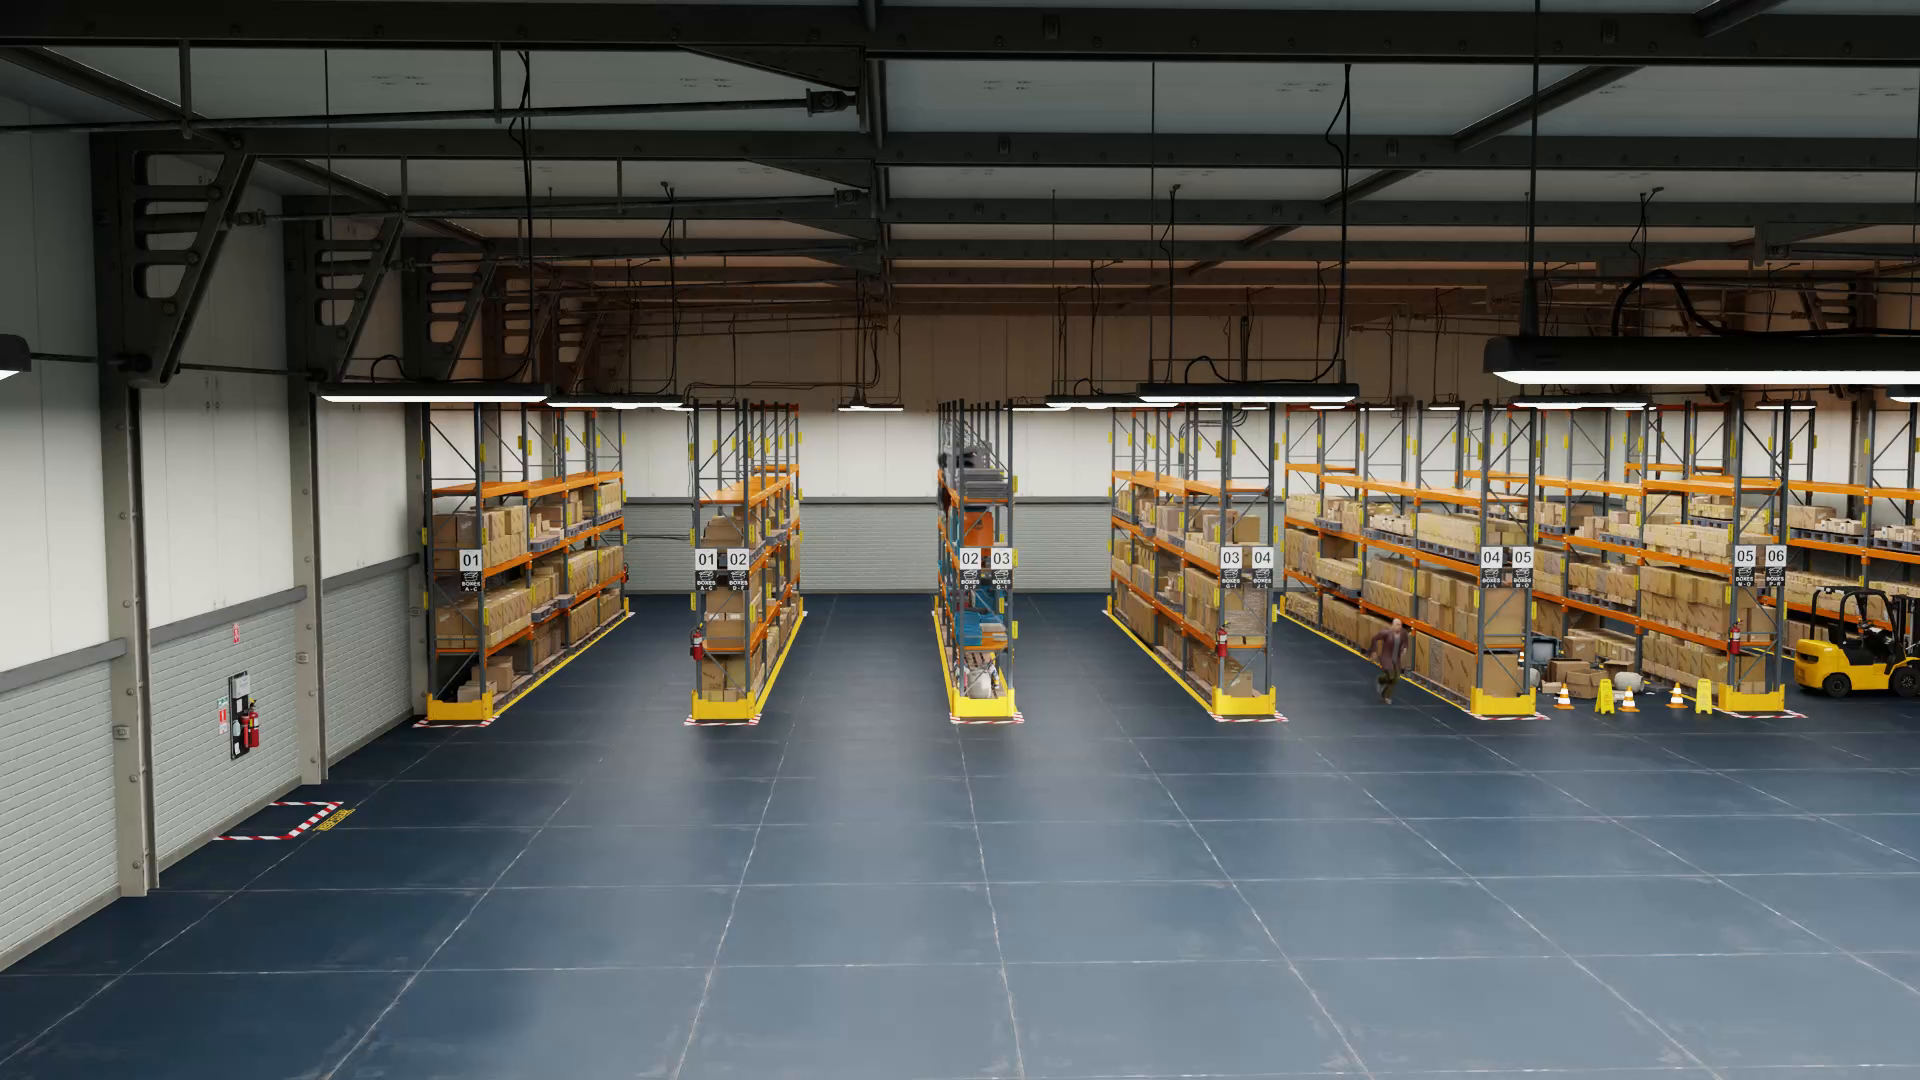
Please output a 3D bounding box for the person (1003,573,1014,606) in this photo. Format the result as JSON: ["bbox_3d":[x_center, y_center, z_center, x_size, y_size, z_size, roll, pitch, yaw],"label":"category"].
[{"bbox_3d":[1.261,1.183,49.456,0.696,1.565,0.553,0,4,6],"label":"person"}]

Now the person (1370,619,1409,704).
[{"bbox_3d":[8.527,2.389,32.877,0.697,1.706,0.779,-2,5,-20],"label":"person"}]

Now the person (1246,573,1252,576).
[{"bbox_3d":[8.156,1.306,46.915,0.580,1.537,0.622,1,4,12],"label":"person"}]

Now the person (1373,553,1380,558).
[{"bbox_3d":[12.266,1.183,49.124,0.653,1.609,0.553,-1,5,-16],"label":"person"}]
